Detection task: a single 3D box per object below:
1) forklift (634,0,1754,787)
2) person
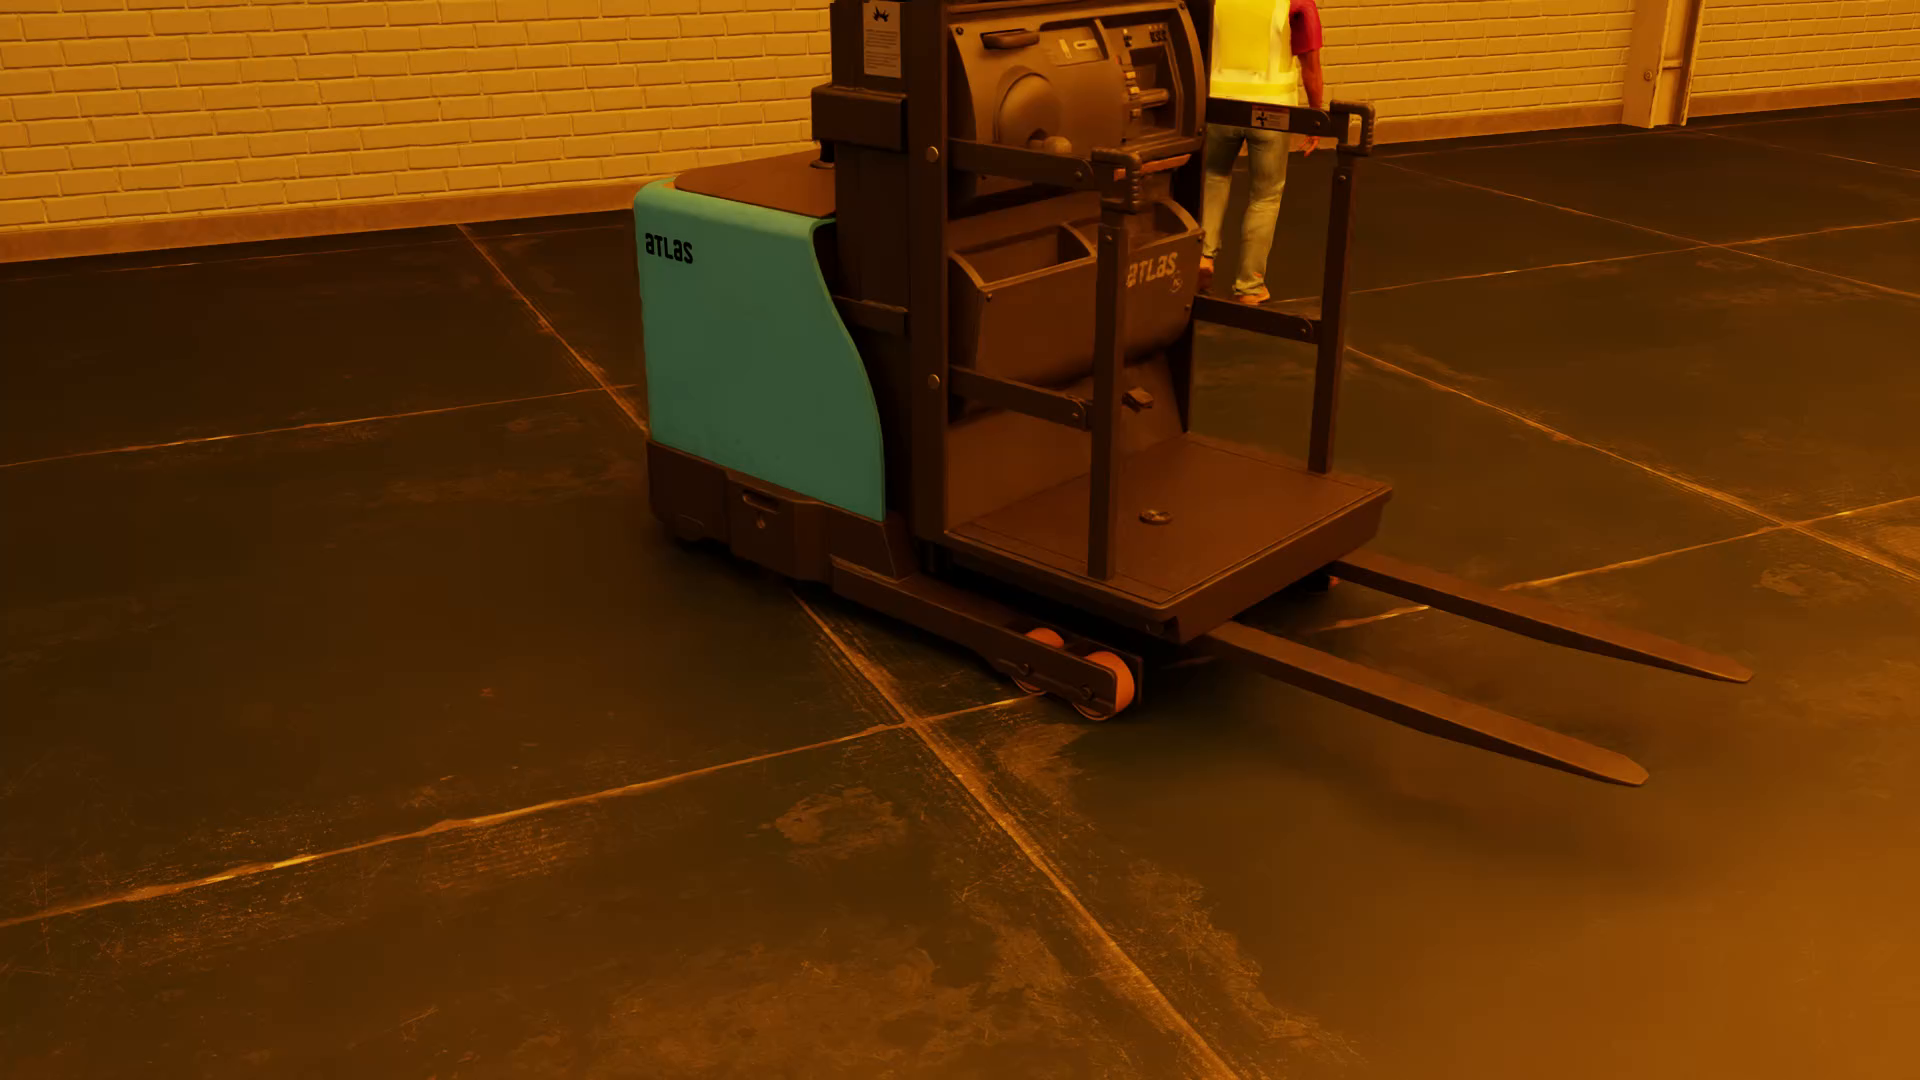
[{"bbox_3d":[0.472,-1.141,4.032,3.031,2.935,1.130,19,29,39],"label":"forklift"},{"bbox_3d":[1.318,-1.947,7.546,0.687,1.765,0.483,10,24,22],"label":"person"}]
